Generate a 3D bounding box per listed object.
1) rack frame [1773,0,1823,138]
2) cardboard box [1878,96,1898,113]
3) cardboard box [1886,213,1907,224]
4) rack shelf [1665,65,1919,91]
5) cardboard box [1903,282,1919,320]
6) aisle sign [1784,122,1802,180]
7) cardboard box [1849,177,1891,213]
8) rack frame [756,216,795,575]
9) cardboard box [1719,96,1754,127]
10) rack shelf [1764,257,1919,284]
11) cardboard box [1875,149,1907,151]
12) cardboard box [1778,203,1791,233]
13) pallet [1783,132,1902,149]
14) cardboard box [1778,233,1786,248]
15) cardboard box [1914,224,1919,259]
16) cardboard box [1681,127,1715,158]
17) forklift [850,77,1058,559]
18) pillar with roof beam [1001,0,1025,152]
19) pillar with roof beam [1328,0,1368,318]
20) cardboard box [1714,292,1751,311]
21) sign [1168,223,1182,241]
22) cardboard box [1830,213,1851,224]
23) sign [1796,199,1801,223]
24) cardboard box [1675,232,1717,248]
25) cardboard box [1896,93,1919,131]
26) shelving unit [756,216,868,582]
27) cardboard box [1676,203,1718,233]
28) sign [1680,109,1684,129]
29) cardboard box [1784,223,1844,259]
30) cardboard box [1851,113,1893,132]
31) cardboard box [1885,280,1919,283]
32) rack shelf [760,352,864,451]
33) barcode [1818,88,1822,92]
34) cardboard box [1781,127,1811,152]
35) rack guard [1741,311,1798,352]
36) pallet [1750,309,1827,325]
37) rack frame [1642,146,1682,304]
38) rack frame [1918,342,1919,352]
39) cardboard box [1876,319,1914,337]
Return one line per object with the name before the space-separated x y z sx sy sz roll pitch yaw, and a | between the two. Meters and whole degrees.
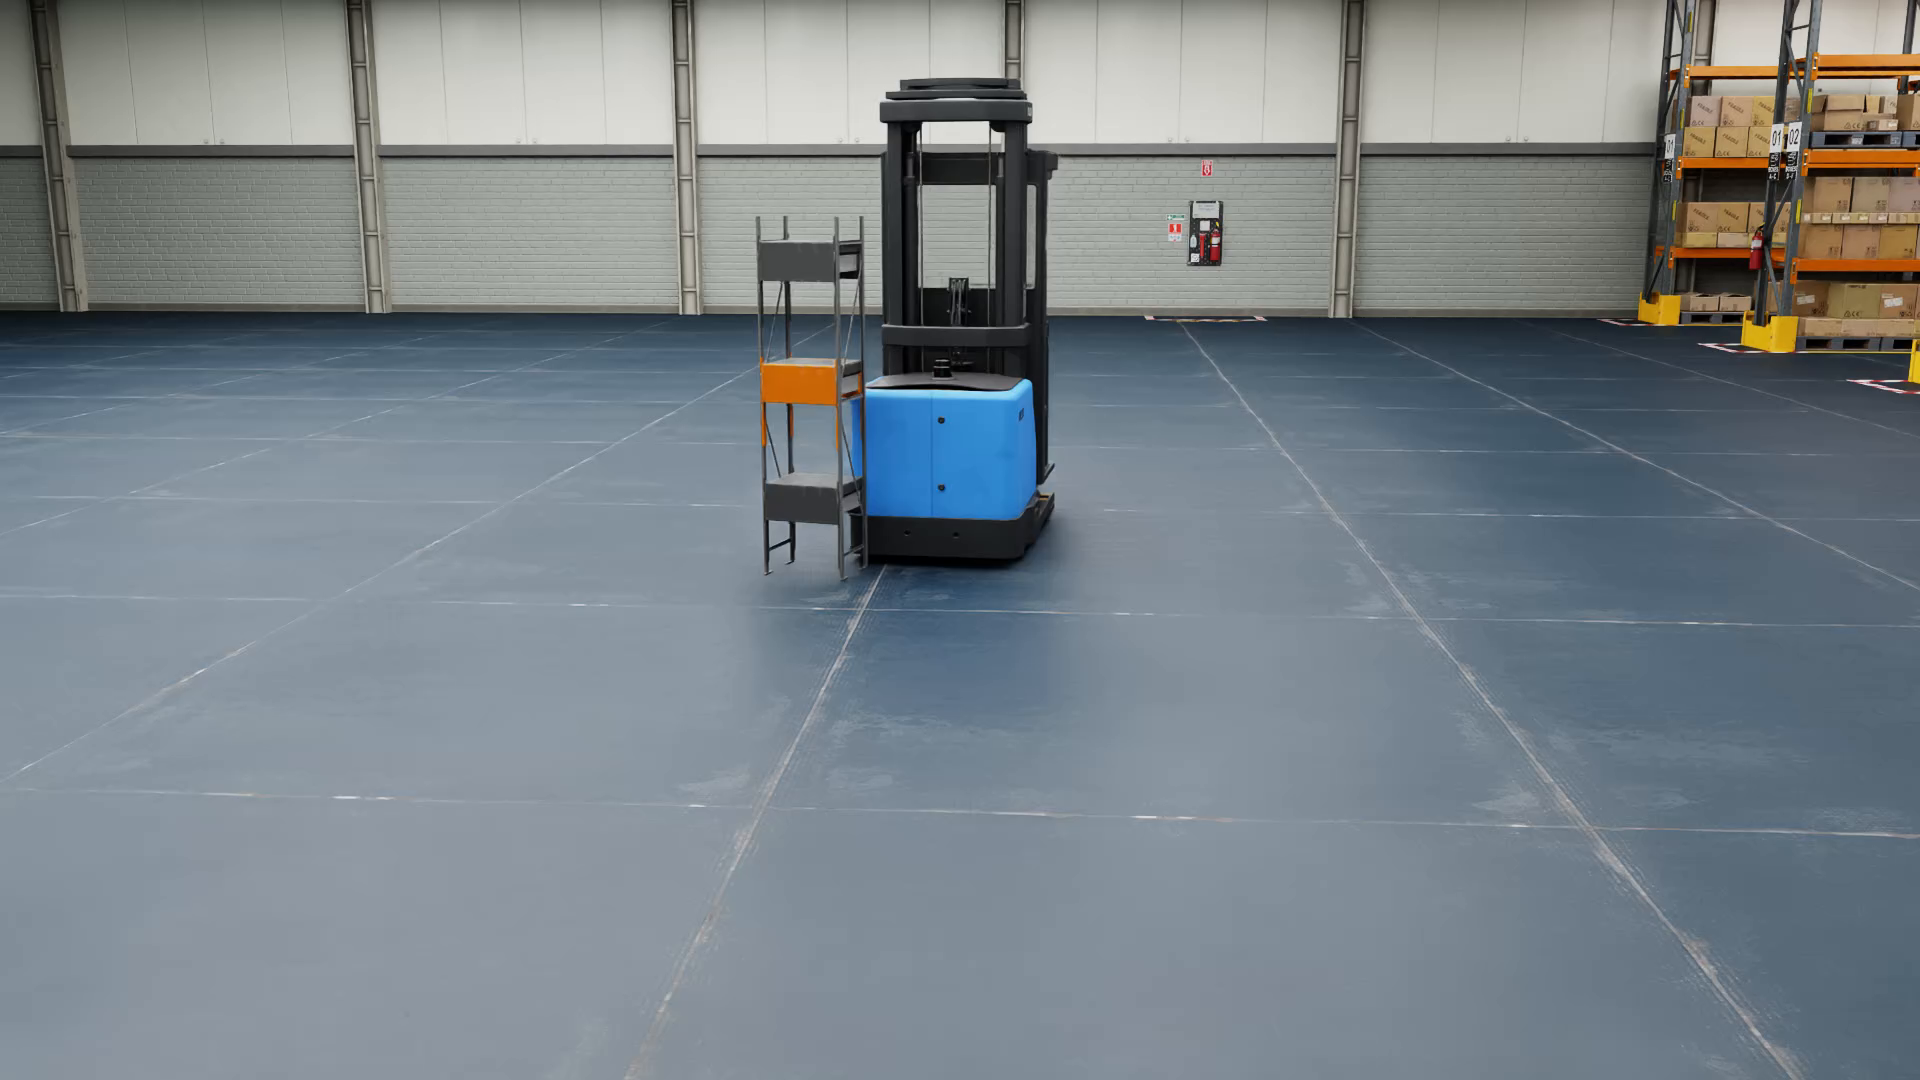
rack frame | 11.843 -7.214 23.425 0.127 3.000 1.000 1 12 4
cardboard box | 15.644 -7.202 27.962 0.500 0.500 0.500 0 12 -1
cardboard box | 13.251 -4.581 23.661 0.250 0.149 0.380 0 12 2
rack shelf | 14.166 -7.845 28.206 4.000 0.370 1.077 1 12 4
cardboard box | 13.860 -3.430 23.848 0.500 0.500 0.500 1 12 4
aisle sign | 11.757 -5.488 23.478 0.004 0.787 0.394 1 12 4
cardboard box | 12.886 -4.945 23.821 0.500 0.500 0.700 0 12 2
rack frame | -1.093 -0.856 9.880 0.015 2.100 0.400 4 13 19
cardboard box | 13.036 -7.234 28.111 0.500 0.500 0.500 1 12 3
rack shelf | 13.839 -3.898 23.982 4.000 0.370 1.077 1 12 4
cardboard box | 15.639 -6.718 28.088 0.500 0.500 0.500 1 12 5
cardboard box | 14.150 -5.503 28.385 0.500 0.500 0.500 1 12 6
pallet | 12.547 -5.687 23.670 1.213 0.211 1.003 1 12 4
cardboard box | 14.167 -5.134 28.454 0.500 0.250 0.500 1 12 4
cardboard box | 13.853 -4.297 23.888 0.500 0.500 0.700 1 12 5
cardboard box | 12.487 -6.761 28.292 0.500 0.500 0.500 1 12 5
forklift | 0.066 -1.570 11.263 1.130 2.935 3.031 2 12 9
pillar with roof beam | 0.666 -7.678 25.643 0.400 9.000 9.100 1 12 4
pillar with roof beam | 6.652 -7.595 25.250 0.400 9.000 9.100 1 12 4
cardboard box | 13.424 -4.153 28.937 0.500 0.311 0.500 2 12 8
sign | 3.932 -5.626 30.401 0.234 0.329 0.001 1 12 4
cardboard box | 12.484 -4.591 23.712 0.250 0.149 0.380 0 12 2
sign | 11.800 -4.626 23.401 0.005 0.325 0.100 1 12 4
cardboard box | 12.636 -5.154 28.549 0.500 0.250 0.500 0 12 2
cardboard box | 13.482 -5.990 23.289 0.500 0.500 0.500 1 12 4
shelving unit | -0.863 -0.839 9.801 0.503 2.100 0.431 4 13 19
cardboard box | 12.627 -5.525 28.489 0.500 0.500 0.500 1 12 4
sign | 12.134 -7.074 27.951 0.005 0.325 0.100 1 12 4
cardboard box | 12.308 -4.317 23.986 0.500 0.500 0.700 1 12 4
cardboard box | 13.010 -5.984 23.872 0.500 0.250 0.500 1 12 4
cardboard box | 13.896 -3.540 24.372 0.500 0.500 0.500 1 12 4
rack shelf | -0.863 -0.826 9.804 0.480 0.518 0.431 4 13 19
barcode | 14.803 -7.740 28.625 0.075 0.075 0.001 1 12 4
cardboard box | 14.075 -6.737 28.178 0.500 0.500 0.500 2 12 7
rack guard | 11.819 -3.054 24.297 0.348 0.500 1.175 1 12 4
pallet | 14.269 -3.888 28.988 1.213 0.211 1.003 1 12 4
rack frame | 12.171 -5.289 28.877 0.127 3.000 1.000 1 12 4
rack frame | 11.508 -3.265 19.202 0.127 3.000 1.000 1 12 4
cardboard box | 13.361 -3.071 23.963 0.500 0.250 0.500 1 12 4
